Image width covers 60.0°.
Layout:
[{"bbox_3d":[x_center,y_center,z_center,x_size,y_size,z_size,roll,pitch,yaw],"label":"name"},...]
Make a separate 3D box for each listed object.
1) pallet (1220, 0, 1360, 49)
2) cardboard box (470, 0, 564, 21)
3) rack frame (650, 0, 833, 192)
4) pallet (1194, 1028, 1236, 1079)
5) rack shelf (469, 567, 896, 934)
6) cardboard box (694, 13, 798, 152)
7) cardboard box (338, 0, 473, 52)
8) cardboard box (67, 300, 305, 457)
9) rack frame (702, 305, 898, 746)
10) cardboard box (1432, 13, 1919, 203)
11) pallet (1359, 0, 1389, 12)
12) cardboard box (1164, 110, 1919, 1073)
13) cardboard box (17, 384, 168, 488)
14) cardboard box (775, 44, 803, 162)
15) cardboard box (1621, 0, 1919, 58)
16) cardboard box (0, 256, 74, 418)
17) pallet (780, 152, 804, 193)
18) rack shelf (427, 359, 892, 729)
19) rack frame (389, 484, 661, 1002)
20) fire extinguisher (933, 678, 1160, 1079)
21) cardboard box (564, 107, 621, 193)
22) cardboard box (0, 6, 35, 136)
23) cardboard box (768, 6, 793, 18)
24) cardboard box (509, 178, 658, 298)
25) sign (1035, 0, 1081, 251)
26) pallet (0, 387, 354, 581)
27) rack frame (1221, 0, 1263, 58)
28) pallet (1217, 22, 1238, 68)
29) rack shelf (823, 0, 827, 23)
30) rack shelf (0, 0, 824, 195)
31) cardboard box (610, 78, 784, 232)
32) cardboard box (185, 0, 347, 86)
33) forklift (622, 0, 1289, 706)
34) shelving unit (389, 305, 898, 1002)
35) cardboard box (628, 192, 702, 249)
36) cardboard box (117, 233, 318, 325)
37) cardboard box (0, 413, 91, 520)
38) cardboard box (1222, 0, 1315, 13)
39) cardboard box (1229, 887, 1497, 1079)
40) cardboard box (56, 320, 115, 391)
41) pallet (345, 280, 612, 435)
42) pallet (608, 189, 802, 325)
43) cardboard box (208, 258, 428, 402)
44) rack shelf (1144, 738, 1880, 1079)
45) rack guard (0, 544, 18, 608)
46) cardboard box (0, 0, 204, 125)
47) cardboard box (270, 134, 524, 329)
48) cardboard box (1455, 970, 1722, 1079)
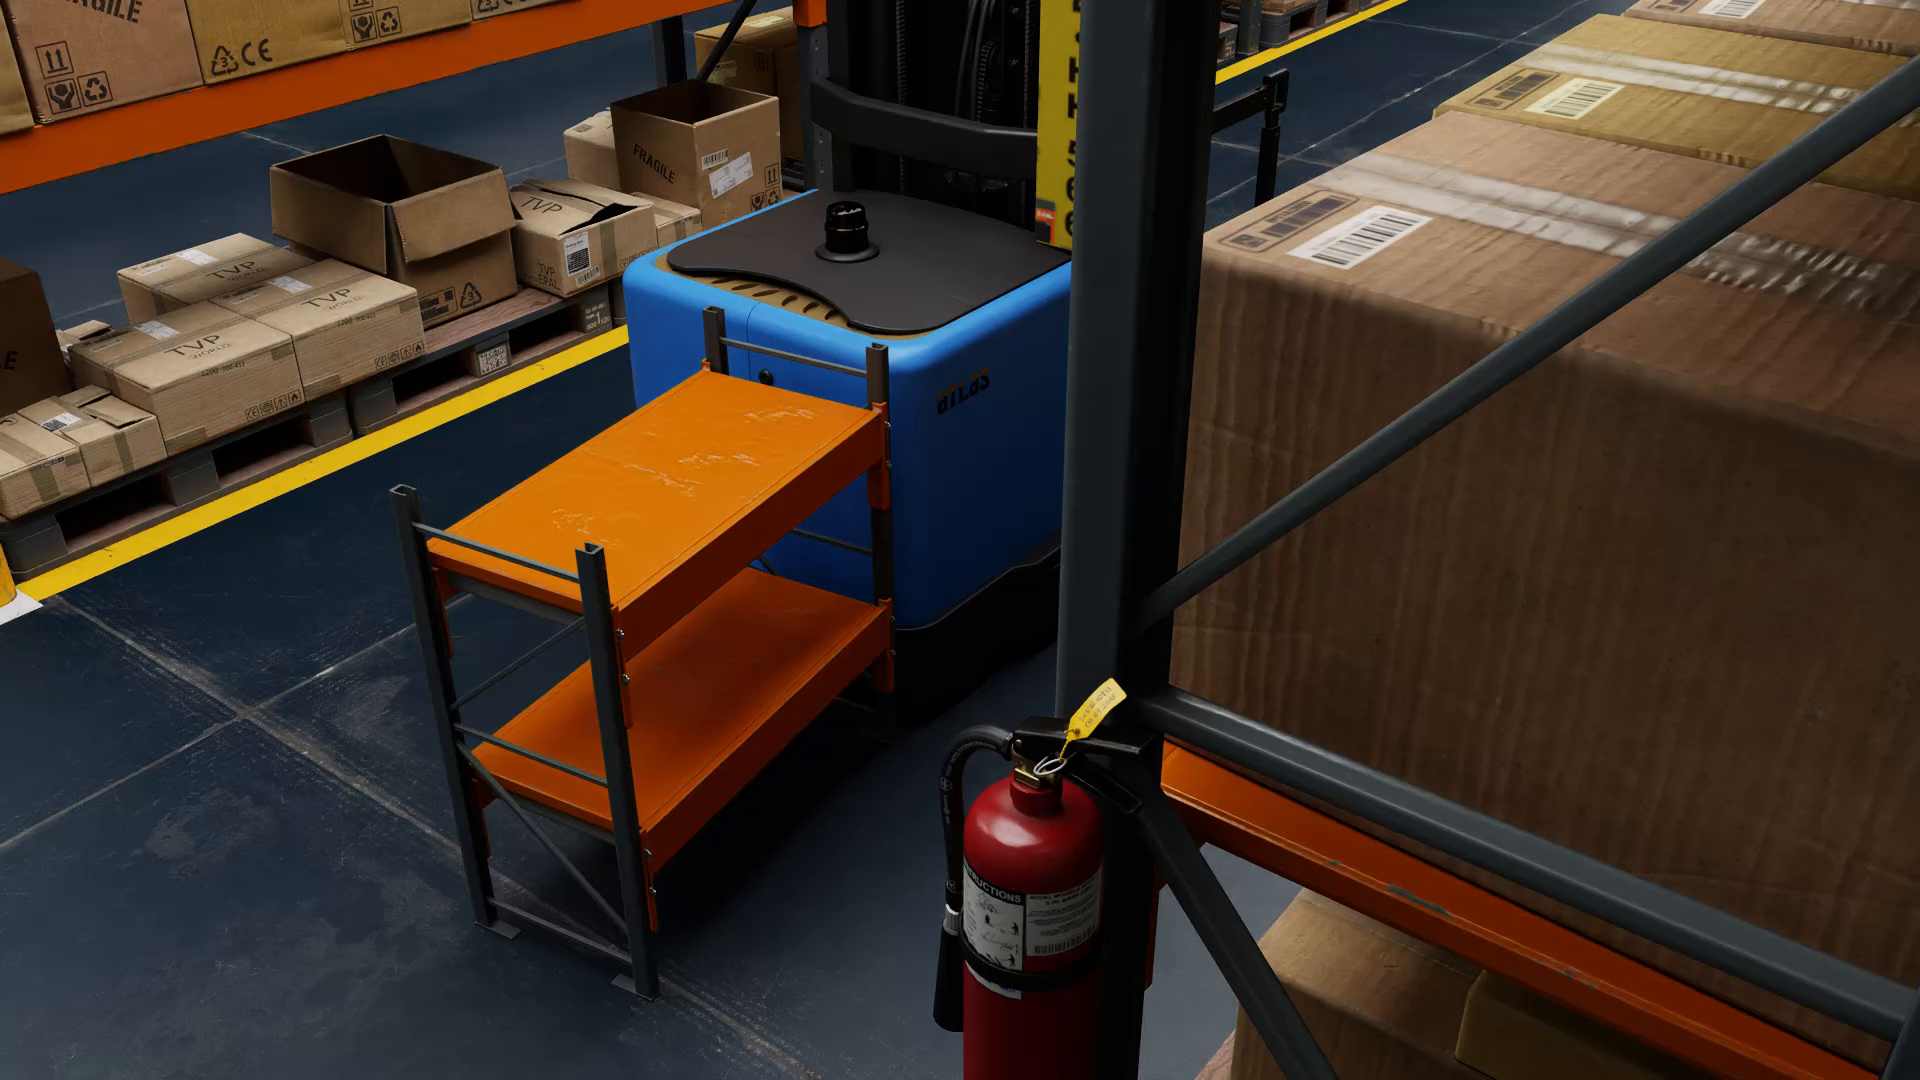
[{"bbox_3d":[1.952,-3.576,11.076,1.003,0.211,1.213,21,37,31],"label":"pallet"},{"bbox_3d":[-1.706,-2.168,5.868,0.500,0.500,0.500,22,37,32],"label":"cardboard box"},{"bbox_3d":[-0.990,-2.827,7.078,1.000,3.000,0.127,21,37,31],"label":"rack frame"},{"bbox_3d":[0.967,1.173,3.064,1.003,0.211,1.213,21,37,31],"label":"pallet"},{"bbox_3d":[-0.632,0.425,3.910,0.538,0.278,1.000,15,34,24],"label":"rack shelf"},{"bbox_3d":[-0.921,-2.229,8.090,0.500,0.500,0.500,21,37,31],"label":"cardboard box"},{"bbox_3d":[-2.011,-1.960,5.517,0.500,0.500,0.500,22,37,32],"label":"cardboard box"},{"bbox_3d":[-2.548,-0.544,5.492,0.500,0.250,0.500,21,37,31],"label":"cardboard box"},{"bbox_3d":[-0.390,-0.013,4.169,0.500,1.125,0.032,15,34,24],"label":"rack frame"},{"bbox_3d":[1.277,-0.316,2.548,0.980,0.700,0.700,21,36,31],"label":"cardboard box"},{"bbox_3d":[2.689,-4.069,11.909,1.003,0.211,1.213,21,37,31],"label":"pallet"},{"bbox_3d":[0.847,-0.017,2.043,0.980,0.700,0.700,23,38,33],"label":"cardboard box"},{"bbox_3d":[-2.727,-0.337,5.225,0.380,0.166,0.250,21,37,31],"label":"cardboard box"},{"bbox_3d":[-0.504,-2.062,7.808,0.500,0.500,0.500,19,36,29],"label":"cardboard box"},{"bbox_3d":[1.745,-0.624,3.066,0.980,0.700,0.700,19,36,29],"label":"cardboard box"},{"bbox_3d":[-3.273,-0.612,5.360,0.500,0.500,0.500,21,37,31],"label":"cardboard box"},{"bbox_3d":[-0.529,-1.969,8.366,1.003,0.211,1.213,21,37,31],"label":"pallet"},{"bbox_3d":[-0.632,-0.037,3.636,0.538,0.278,1.000,15,34,24],"label":"rack shelf"},{"bbox_3d":[-0.874,0.442,3.400,0.500,1.125,0.032,15,34,24],"label":"rack frame"},{"bbox_3d":[0.088,0.435,2.015,0.296,0.674,0.183,21,37,31],"label":"fire extinguisher"},{"bbox_3d":[-1.416,-1.755,7.475,0.500,0.311,0.500,21,37,31],"label":"cardboard box"},{"bbox_3d":[-2.927,-1.343,4.476,0.500,0.500,0.500,22,37,32],"label":"cardboard box"},{"bbox_3d":[-0.616,-2.428,8.425,0.500,0.500,0.500,21,37,31],"label":"cardboard box"},{"bbox_3d":[-1.561,-1.236,6.598,0.500,0.311,0.500,21,37,31],"label":"cardboard box"},{"bbox_3d":[0.123,-0.451,1.700,0.100,0.325,0.005,21,37,31],"label":"sign"},{"bbox_3d":[-2.878,-0.356,5.645,1.003,0.211,1.213,21,37,31],"label":"pallet"},{"bbox_3d":[1.424,-4.453,9.821,1.000,3.000,0.127,21,37,31],"label":"rack frame"},{"bbox_3d":[0.944,-2.961,10.040,1.003,0.211,1.213,21,37,31],"label":"pallet"},{"bbox_3d":[0.217,-3.330,8.633,1.077,0.370,4.000,21,37,31],"label":"rack shelf"},{"bbox_3d":[-2.197,-1.704,5.889,1.077,0.370,4.000,21,37,31],"label":"rack shelf"},{"bbox_3d":[-1.108,-1.622,7.065,0.500,0.500,0.500,21,37,31],"label":"cardboard box"},{"bbox_3d":[-2.314,-1.758,5.175,0.500,0.500,0.500,21,37,31],"label":"cardboard box"},{"bbox_3d":[0.382,-1.516,4.934,1.130,2.935,3.031,21,37,31],"label":"forklift"},{"bbox_3d":[-0.632,0.214,3.785,0.538,1.125,1.048,15,34,24],"label":"shelving unit"},{"bbox_3d":[-1.286,-1.300,6.866,0.380,0.149,0.250,21,37,31],"label":"cardboard box"},{"bbox_3d":[-2.675,-0.881,6.060,0.500,0.250,0.500,21,37,31],"label":"cardboard box"},{"bbox_3d":[-2.878,-0.228,5.058,0.380,0.149,0.250,21,37,31],"label":"cardboard box"},{"bbox_3d":[1.975,-3.573,10.622,0.500,0.250,0.500,21,37,31],"label":"cardboard box"},{"bbox_3d":[0.890,0.902,2.827,0.700,0.500,0.500,21,37,31],"label":"cardboard box"},{"bbox_3d":[-2.957,-0.605,5.676,0.380,0.166,0.250,21,37,31],"label":"cardboard box"},{"bbox_3d":[-2.141,-0.850,6.478,1.003,0.211,1.213,21,37,31],"label":"pallet"},{"bbox_3d":[-1.405,-1.348,7.318,1.003,0.211,1.213,21,37,31],"label":"pallet"},{"bbox_3d":[-2.247,-0.747,5.835,0.500,0.250,0.500,21,37,31],"label":"cardboard box"},{"bbox_3d":[1.754,-0.181,3.319,1.077,0.370,4.000,21,37,31],"label":"rack shelf"},{"bbox_3d":[-3.359,-0.156,5.024,1.175,0.500,0.348,21,37,31],"label":"rack guard"},{"bbox_3d":[-2.619,-1.554,4.833,0.500,0.500,0.500,21,36,31],"label":"cardboard box"},{"bbox_3d":[-2.120,-1.177,6.311,0.797,0.503,0.637,21,37,31],"label":"cardboard box"},{"bbox_3d":[0.974,0.735,2.472,0.380,0.149,0.250,21,37,32],"label":"cardboard box"}]
